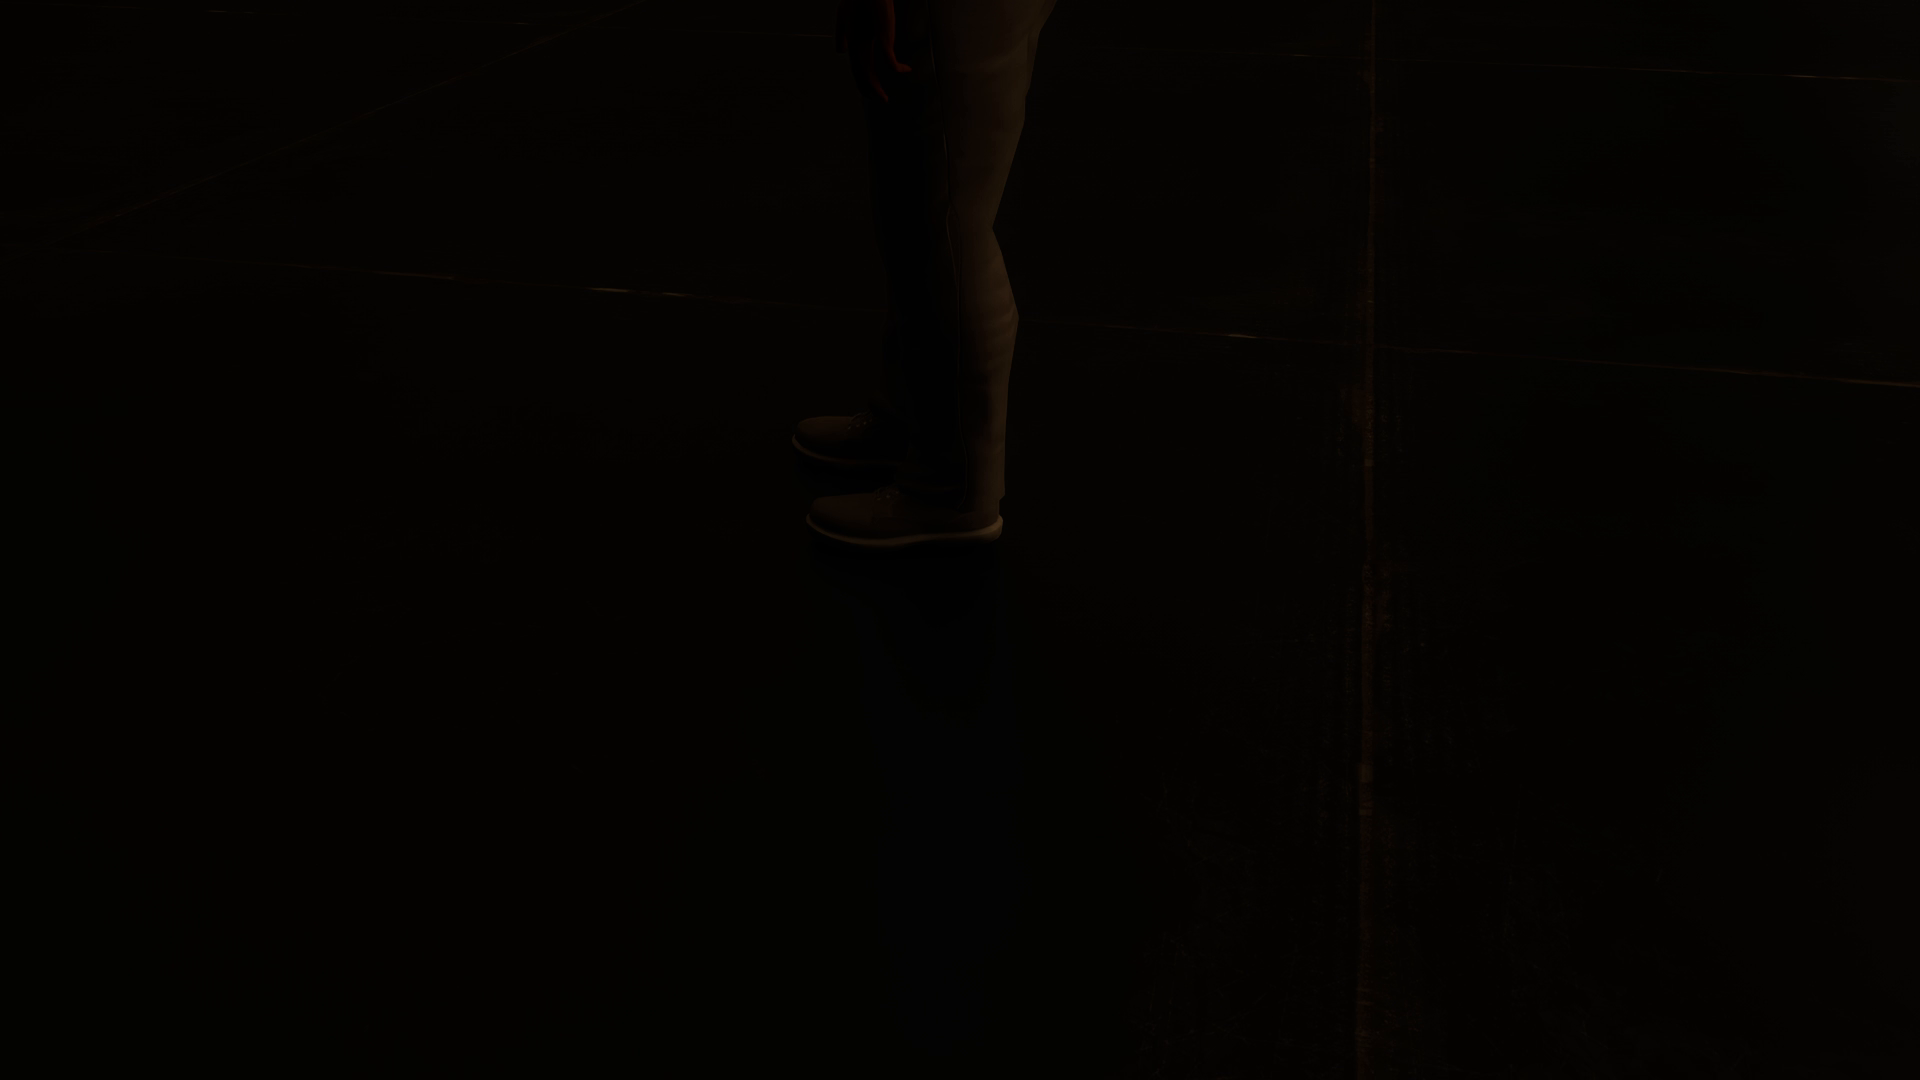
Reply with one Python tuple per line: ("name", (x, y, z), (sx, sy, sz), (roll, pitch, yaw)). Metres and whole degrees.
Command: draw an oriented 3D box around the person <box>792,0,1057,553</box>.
("person", (-0.069, -0.779, 2.147), (0.528, 1.695, 0.569), (6, 27, 11))
